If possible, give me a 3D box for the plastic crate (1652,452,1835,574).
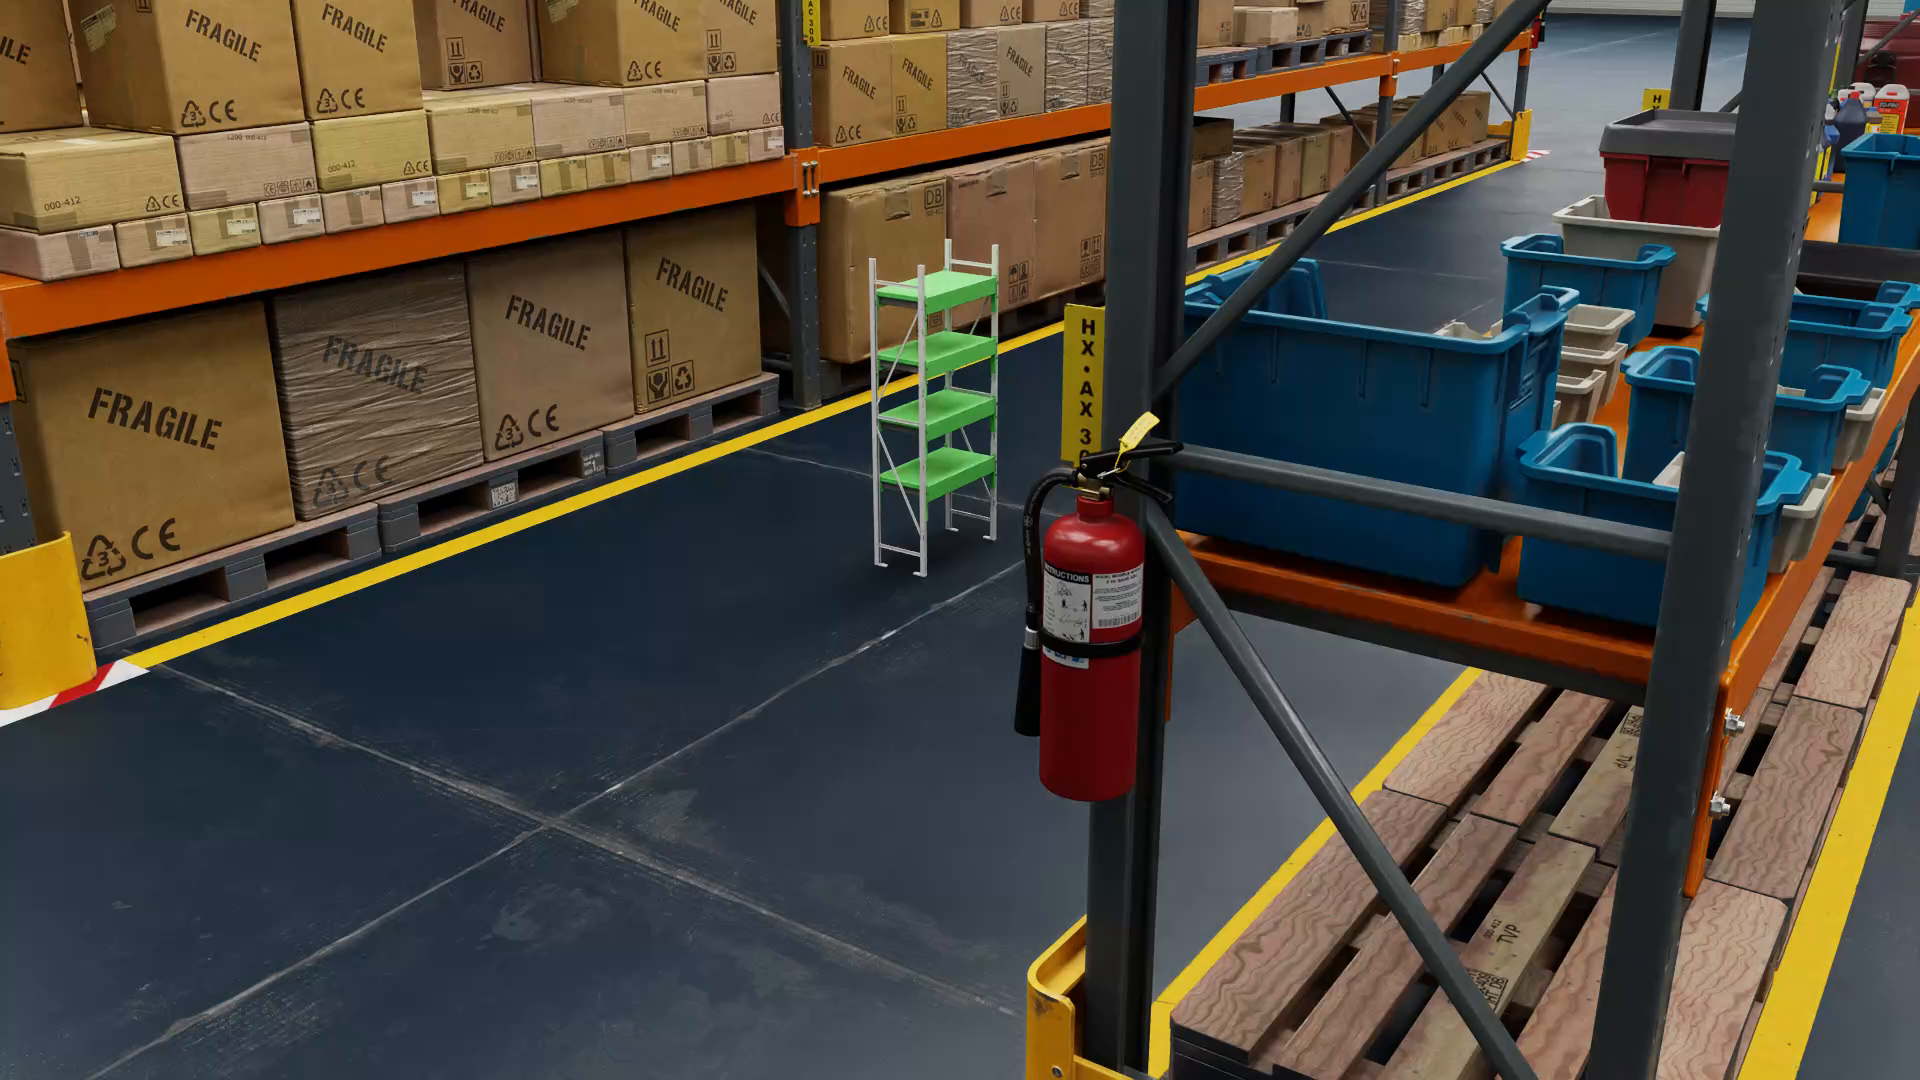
[{"bbox_3d":[1.344,-0.047,2.862,0.250,0.136,0.298,13,24,32],"label":"plastic crate"}]

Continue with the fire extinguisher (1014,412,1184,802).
[{"bbox_3d":[0.223,0.106,2.804,0.296,0.674,0.183,13,24,32],"label":"fire extinguisher"}]

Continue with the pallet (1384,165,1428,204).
[{"bbox_3d":[3.682,-3.361,15.546,1.003,0.211,1.213,13,24,32],"label":"pallet"}]

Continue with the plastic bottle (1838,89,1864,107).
[{"bbox_3d":[4.410,-2.103,8.306,0.152,0.276,0.135,13,24,32],"label":"plastic bottle"}]

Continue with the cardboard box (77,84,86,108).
[{"bbox_3d":[-5.430,-2.764,10.276,0.380,0.149,0.250,14,25,34],"label":"cardboard box"}]

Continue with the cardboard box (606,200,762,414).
[{"bbox_3d":[-1.601,-1.200,8.143,0.875,0.875,0.875,13,24,32],"label":"cardboard box"}]

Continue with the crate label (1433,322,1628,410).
[{"bbox_3d":[1.304,-0.399,3.813,0.396,0.136,0.243,13,24,32],"label":"crate label"}]

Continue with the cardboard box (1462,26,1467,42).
[{"bbox_3d":[4.638,-4.868,15.963,0.380,0.149,0.250,13,24,32],"label":"cardboard box"}]

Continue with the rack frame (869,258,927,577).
[{"bbox_3d":[-0.230,-0.445,6.239,0.240,1.200,0.015,13,24,32],"label":"rack frame"}]

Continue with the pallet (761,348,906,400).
[{"bbox_3d":[-0.792,-1.102,9.439,1.003,0.211,1.213,13,24,32],"label":"pallet"}]

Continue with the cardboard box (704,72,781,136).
[{"bbox_3d":[-1.195,-2.065,7.811,0.500,0.250,0.500,13,24,31],"label":"cardboard box"}]

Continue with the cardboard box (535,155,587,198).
[{"bbox_3d":[-1.786,-1.536,6.955,0.380,0.149,0.250,13,24,31],"label":"cardboard box"}]

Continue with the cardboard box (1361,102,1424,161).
[{"bbox_3d":[4.191,-3.960,16.144,0.500,0.500,0.500,11,23,27],"label":"cardboard box"}]

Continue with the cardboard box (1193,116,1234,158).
[{"bbox_3d":[1.726,-3.059,12.599,0.500,0.250,0.500,17,26,38],"label":"cardboard box"}]

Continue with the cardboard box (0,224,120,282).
[{"bbox_3d":[-2.940,-0.945,5.359,0.380,0.149,0.250,14,24,32],"label":"cardboard box"}]

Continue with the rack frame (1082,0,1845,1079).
[{"bbox_3d":[0.681,-0.061,2.605,0.949,2.616,0.053,13,24,32],"label":"rack frame"}]

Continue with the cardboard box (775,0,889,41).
[{"bbox_3d":[-0.812,-2.876,8.626,0.797,0.503,0.637,13,24,30],"label":"cardboard box"}]

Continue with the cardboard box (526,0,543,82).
[{"bbox_3d":[-1.928,-2.367,7.547,0.500,0.500,0.500,13,24,32],"label":"cardboard box"}]

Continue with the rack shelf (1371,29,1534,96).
[{"bbox_3d":[4.458,-4.705,16.199,1.077,0.370,4.000,13,24,32],"label":"rack shelf"}]

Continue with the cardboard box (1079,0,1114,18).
[{"bbox_3d":[0.660,-3.632,10.670,0.797,0.503,0.637,14,25,34],"label":"cardboard box"}]

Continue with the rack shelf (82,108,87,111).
[{"bbox_3d":[-6.333,-2.259,9.584,1.077,0.370,4.000,13,24,32],"label":"rack shelf"}]

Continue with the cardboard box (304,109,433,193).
[{"bbox_3d":[-2.347,-1.474,6.213,0.500,0.250,0.500,12,24,30],"label":"cardboard box"}]

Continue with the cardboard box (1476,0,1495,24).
[{"bbox_3d":[4.751,-5.349,16.328,0.875,0.500,0.500,13,24,32],"label":"cardboard box"}]

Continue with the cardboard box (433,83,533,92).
[{"bbox_3d":[-2.215,-1.867,7.277,0.500,0.250,0.500,14,24,33],"label":"cardboard box"}]

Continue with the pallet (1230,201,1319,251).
[{"bbox_3d":[2.212,-2.586,13.451,1.003,0.211,1.213,13,24,32],"label":"pallet"}]

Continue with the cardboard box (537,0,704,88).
[{"bbox_3d":[-1.486,-2.267,7.278,0.500,0.500,0.500,14,24,32],"label":"cardboard box"}]

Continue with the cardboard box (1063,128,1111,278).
[{"bbox_3d":[0.680,-2.328,11.191,1.225,0.875,0.875,12,23,29],"label":"cardboard box"}]

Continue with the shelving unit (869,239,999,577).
[{"bbox_3d":[-0.093,-0.515,6.428,0.258,1.200,0.503,13,24,32],"label":"shelving unit"}]

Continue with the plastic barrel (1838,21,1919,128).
[{"bbox_3d":[5.191,-2.611,9.305,0.600,0.536,0.708,13,24,32],"label":"plastic barrel"}]

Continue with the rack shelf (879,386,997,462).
[{"bbox_3d":[-0.093,-0.455,6.451,0.258,0.148,0.480,13,24,32],"label":"rack shelf"}]

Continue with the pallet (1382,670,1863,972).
[{"bbox_3d":[1.866,0.670,4.649,1.003,0.211,1.213,13,24,32],"label":"pallet"}]

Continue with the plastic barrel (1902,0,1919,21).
[{"bbox_3d":[6.962,-3.686,11.684,0.600,0.901,0.708,13,24,32],"label":"plastic barrel"}]

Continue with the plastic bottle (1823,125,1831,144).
[{"bbox_3d":[3.565,-1.592,6.932,0.097,0.271,0.097,0,20,0],"label":"plastic bottle"}]

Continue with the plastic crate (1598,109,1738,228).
[{"bbox_3d":[2.223,-1.058,5.124,0.402,0.464,0.583,13,24,32],"label":"plastic crate"}]

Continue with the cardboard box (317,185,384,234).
[{"bbox_3d":[-2.364,-1.241,6.158,0.380,0.149,0.250,13,24,31],"label":"cardboard box"}]

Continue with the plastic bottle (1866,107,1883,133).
[{"bbox_3d":[4.524,-2.049,8.268,0.097,0.201,0.097,0,20,0],"label":"plastic bottle"}]

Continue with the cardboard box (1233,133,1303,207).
[{"bbox_3d":[2.373,-3.037,13.621,0.700,0.500,0.500,11,23,27],"label":"cardboard box"}]

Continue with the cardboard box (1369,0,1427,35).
[{"bbox_3d":[3.637,-4.772,14.770,0.875,0.500,0.500,13,24,32],"label":"cardboard box"}]

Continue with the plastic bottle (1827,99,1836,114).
[{"bbox_3d":[4.118,-1.969,7.949,0.097,0.271,0.097,0,20,0],"label":"plastic bottle"}]

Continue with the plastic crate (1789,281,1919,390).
[{"bbox_3d":[2.004,-0.480,3.894,0.416,0.233,0.300,13,24,32],"label":"plastic crate"}]

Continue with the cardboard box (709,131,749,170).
[{"bbox_3d":[-1.209,-1.830,7.751,0.380,0.149,0.250,14,24,33],"label":"cardboard box"}]

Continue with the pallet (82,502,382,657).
[{"bbox_3d":[-3.028,0.037,6.360,1.003,0.211,1.213,13,24,32],"label":"pallet"}]

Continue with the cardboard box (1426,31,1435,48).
[{"bbox_3d":[4.105,-4.574,15.169,0.380,0.149,0.250,13,24,32],"label":"cardboard box"}]

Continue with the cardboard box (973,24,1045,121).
[{"bbox_3d":[0.151,-2.741,9.707,0.500,0.500,0.500,14,24,33],"label":"cardboard box"}]

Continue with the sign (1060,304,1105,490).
[{"bbox_3d":[0.220,-0.239,2.852,0.100,0.325,0.005,13,24,32],"label":"sign"}]

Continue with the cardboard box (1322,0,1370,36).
[{"bbox_3d":[2.771,-4.747,13.803,1.000,1.000,1.000,13,24,32],"label":"cardboard box"}]

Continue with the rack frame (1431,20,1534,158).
[{"bbox_3d":[5.582,-5.617,17.625,1.000,3.000,0.127,13,24,32],"label":"rack frame"}]
